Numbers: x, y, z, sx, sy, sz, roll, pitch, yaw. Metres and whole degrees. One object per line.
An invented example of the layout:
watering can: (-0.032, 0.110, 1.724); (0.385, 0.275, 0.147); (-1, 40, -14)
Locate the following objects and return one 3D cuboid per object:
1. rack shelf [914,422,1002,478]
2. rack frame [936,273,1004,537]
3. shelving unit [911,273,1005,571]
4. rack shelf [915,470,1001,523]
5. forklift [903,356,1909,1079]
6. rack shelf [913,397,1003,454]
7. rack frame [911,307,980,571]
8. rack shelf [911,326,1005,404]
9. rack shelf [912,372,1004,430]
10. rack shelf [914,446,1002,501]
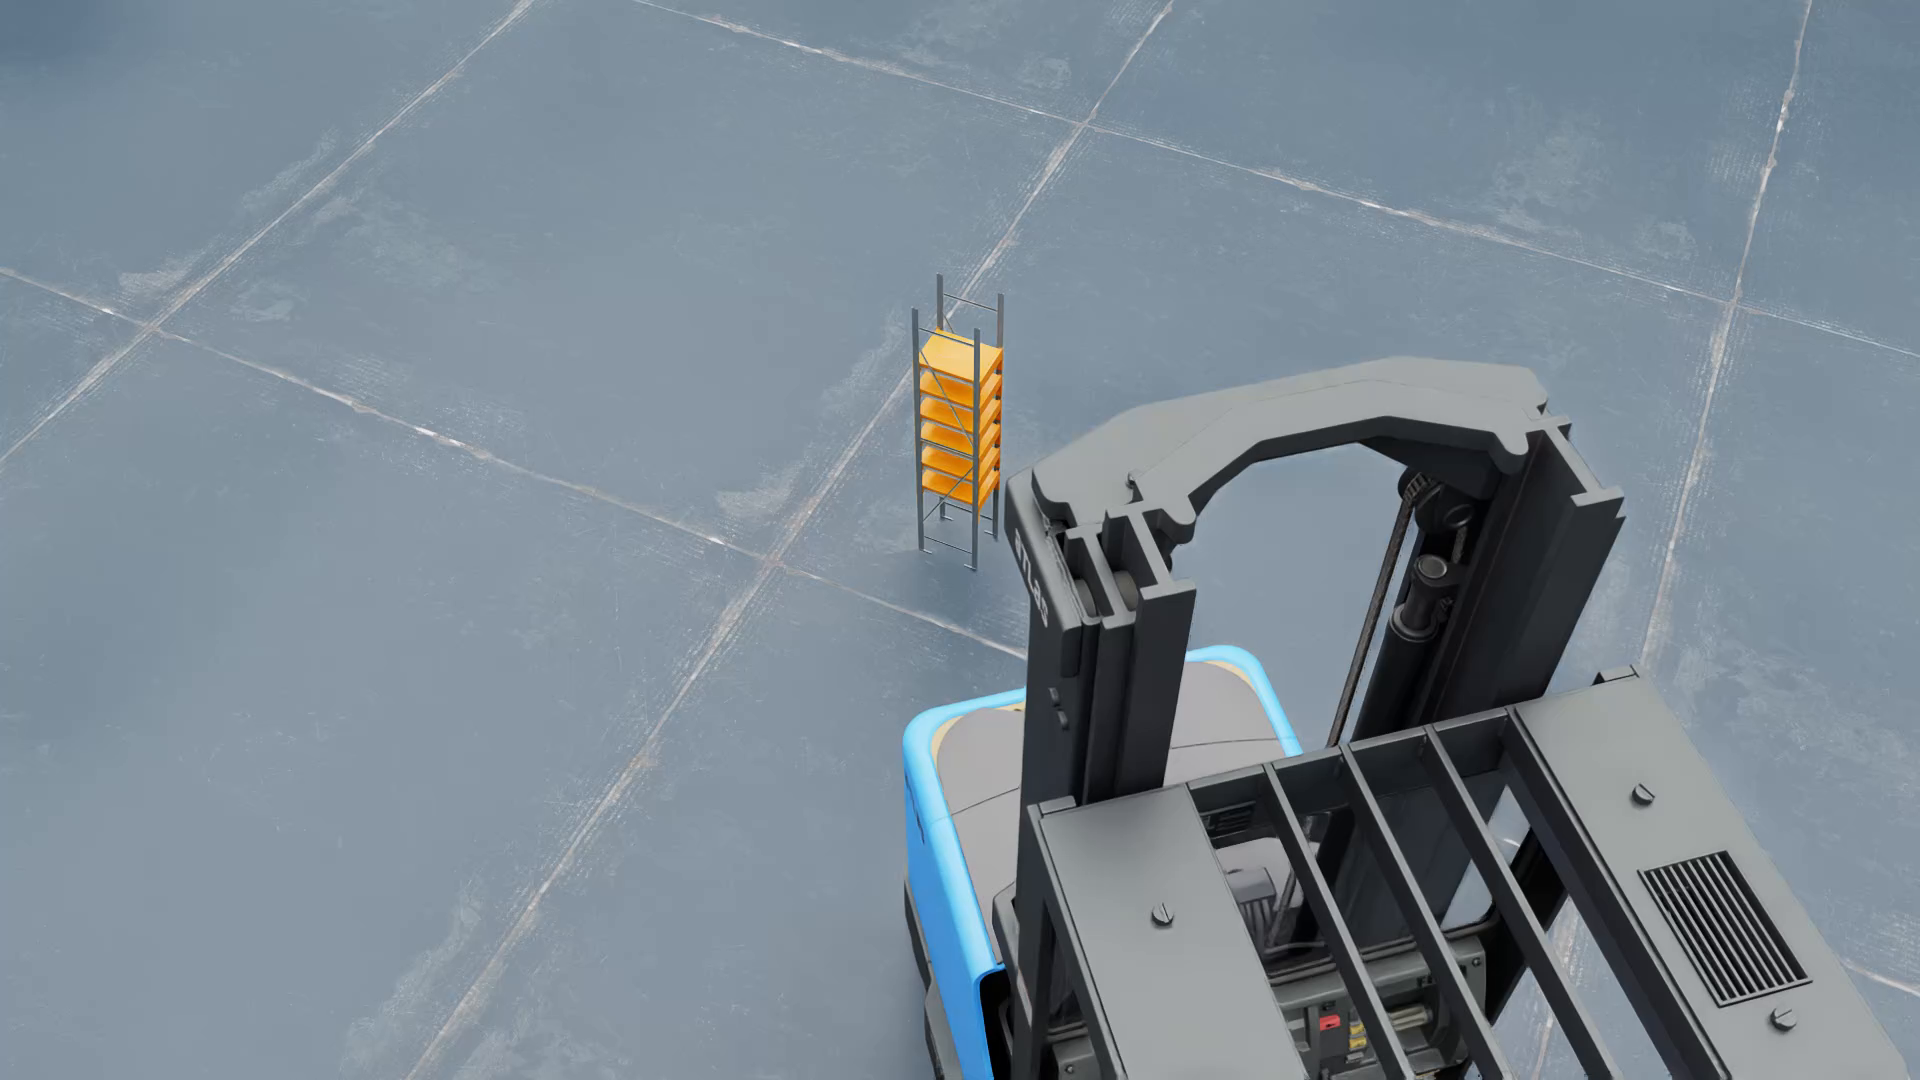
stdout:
rack shelf: (-0.006, -0.350, 5.818); (0.258, 0.103, 0.180); (20, 52, 16)
rack frame: (0.033, -0.442, 5.838); (0.240, 1.200, 0.006); (20, 52, 16)
shelving unit: (-0.006, -0.379, 5.785); (0.258, 1.200, 0.189); (20, 52, 16)
rack shelf: (-0.006, -0.195, 6.001); (0.258, 0.103, 0.180); (20, 52, 16)
forklift: (0.707, 1.203, 3.302); (1.130, 2.935, 3.031); (-12, 51, -10)
rack shelf: (-0.006, -0.428, 5.727); (0.258, 0.103, 0.180); (20, 52, 16)
rack frame: (-0.045, -0.316, 5.731); (0.240, 1.200, 0.006); (20, 52, 16)
rack shelf: (-0.006, -0.583, 5.544); (0.258, 0.103, 0.180); (20, 52, 16)
rack shelf: (-0.006, -0.506, 5.636); (0.258, 0.103, 0.180); (20, 52, 16)
rack shelf: (-0.006, -0.272, 5.910); (0.258, 0.103, 0.180); (20, 52, 16)
